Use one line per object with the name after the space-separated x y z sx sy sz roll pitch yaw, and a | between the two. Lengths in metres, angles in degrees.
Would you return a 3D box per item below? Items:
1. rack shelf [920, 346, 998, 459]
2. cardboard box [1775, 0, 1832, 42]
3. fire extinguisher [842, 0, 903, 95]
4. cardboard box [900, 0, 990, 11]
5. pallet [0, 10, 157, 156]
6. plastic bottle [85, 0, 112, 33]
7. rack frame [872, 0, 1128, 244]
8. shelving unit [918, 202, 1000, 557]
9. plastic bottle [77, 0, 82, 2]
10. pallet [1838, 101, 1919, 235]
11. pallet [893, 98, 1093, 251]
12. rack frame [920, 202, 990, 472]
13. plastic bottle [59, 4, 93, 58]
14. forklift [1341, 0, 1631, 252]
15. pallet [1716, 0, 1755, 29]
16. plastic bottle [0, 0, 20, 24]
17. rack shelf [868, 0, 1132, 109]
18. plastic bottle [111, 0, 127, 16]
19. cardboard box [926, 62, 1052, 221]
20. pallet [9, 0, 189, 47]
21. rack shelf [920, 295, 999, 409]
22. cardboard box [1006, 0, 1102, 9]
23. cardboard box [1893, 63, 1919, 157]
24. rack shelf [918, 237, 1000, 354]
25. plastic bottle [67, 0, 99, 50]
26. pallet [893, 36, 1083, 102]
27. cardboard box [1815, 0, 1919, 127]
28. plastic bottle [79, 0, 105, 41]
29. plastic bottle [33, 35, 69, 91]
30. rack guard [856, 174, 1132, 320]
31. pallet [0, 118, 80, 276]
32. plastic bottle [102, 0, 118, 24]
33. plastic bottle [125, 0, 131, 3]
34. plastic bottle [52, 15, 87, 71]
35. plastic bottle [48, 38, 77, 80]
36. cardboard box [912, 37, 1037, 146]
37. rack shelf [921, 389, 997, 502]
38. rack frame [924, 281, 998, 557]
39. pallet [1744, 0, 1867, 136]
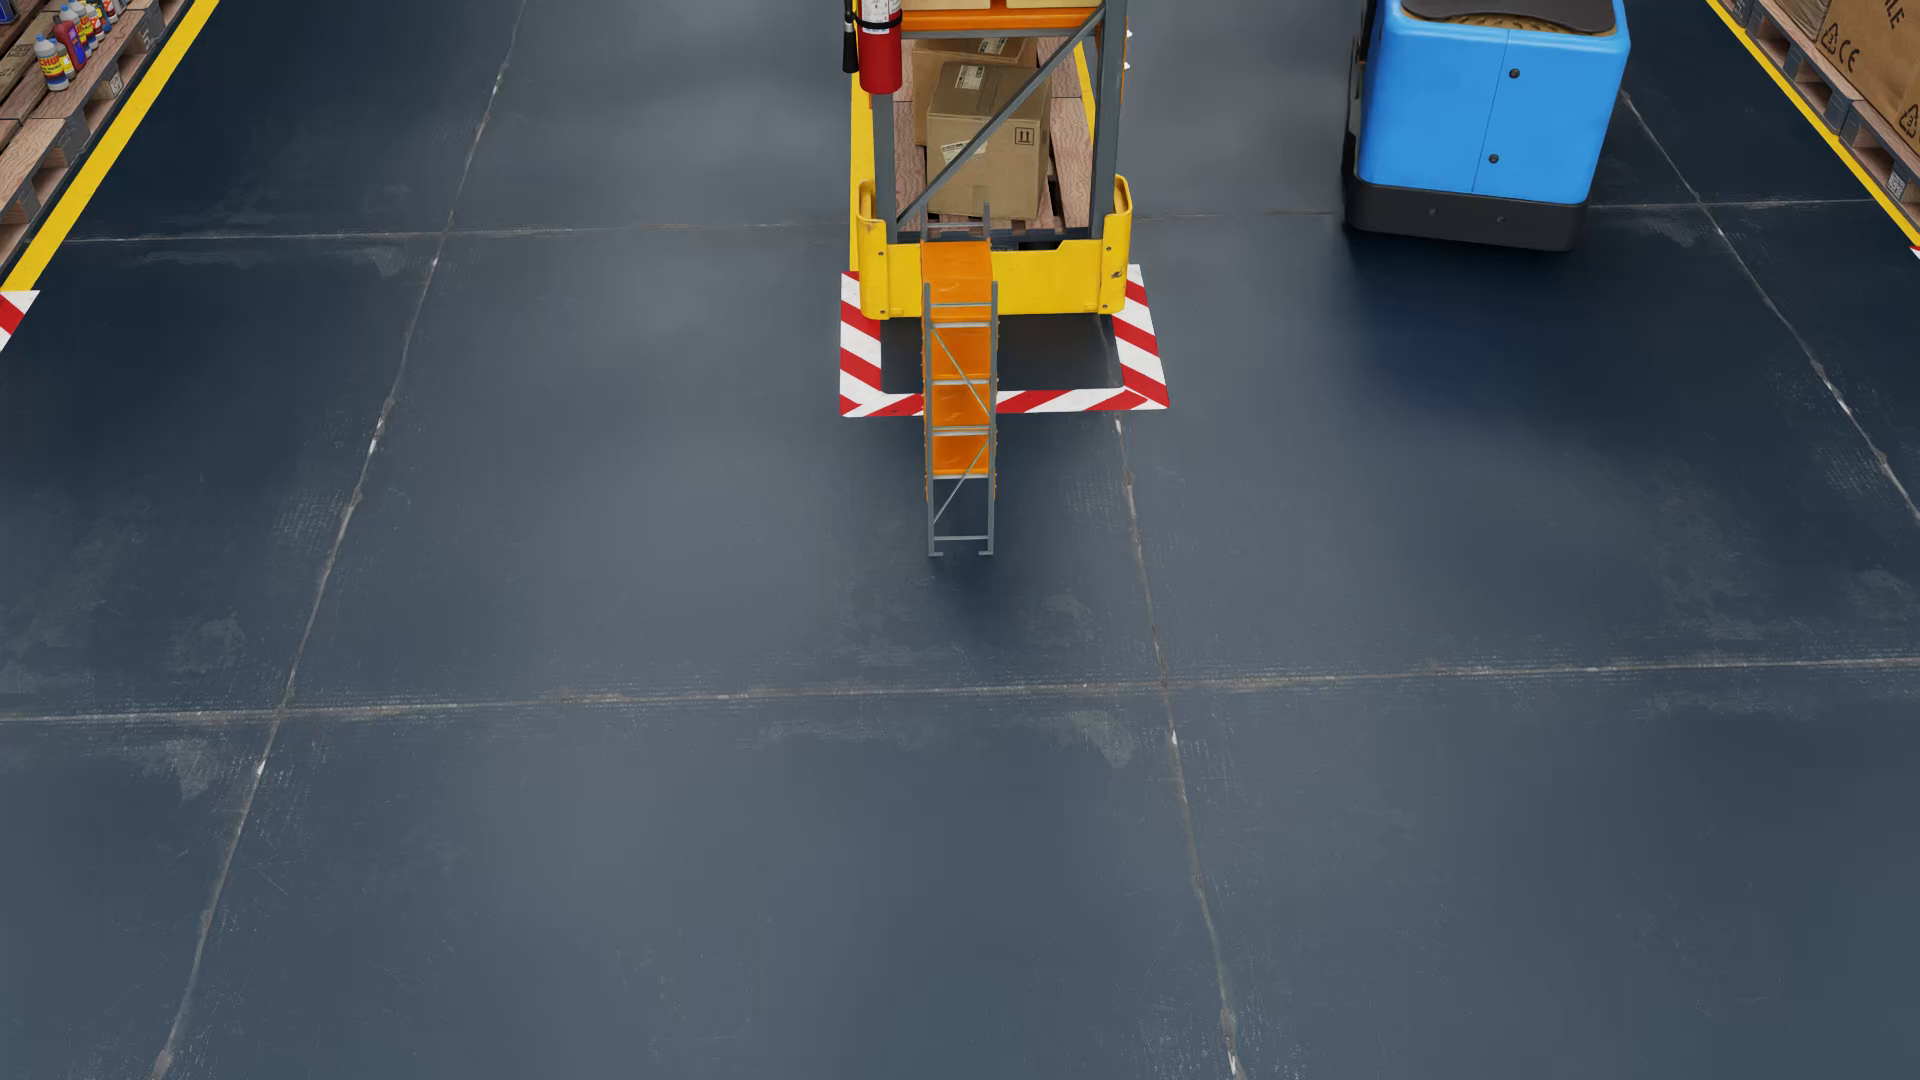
-0.007 -0.504 6.012 0.258 0.148 0.480 -2 43 -2 | rack shelf
4.934 -3.266 8.854 0.875 0.875 0.875 -1 43 -1 | cardboard box
-0.311 -2.035 6.308 0.296 0.674 0.183 -2 43 -2 | fire extinguisher
-0.074 -2.248 6.669 0.380 0.149 0.250 -2 43 -2 | cardboard box
-4.932 -2.405 8.717 1.003 0.211 1.213 -2 43 -2 | pallet
-4.597 -2.837 8.819 0.097 0.271 0.097 0 43 0 | plastic bottle
0.145 -2.154 6.381 1.000 3.000 0.127 -2 43 -2 | rack frame
-0.007 -0.554 5.966 0.258 1.200 0.503 -2 43 -2 | shelving unit
-4.740 -2.986 8.973 0.061 0.283 0.133 -2 43 -2 | plastic bottle
4.992 -1.738 7.990 1.003 0.211 1.213 -2 43 -2 | pallet
0.142 -1.727 7.978 1.003 0.211 1.213 -2 43 -2 | pallet
-0.017 -0.719 6.146 0.240 1.200 0.015 -2 43 -2 | rack frame
-4.584 -2.633 8.596 0.097 0.271 0.097 0 43 0 | plastic bottle
2.612 -3.401 7.791 1.130 2.935 3.031 8 43 9 | forklift
4.889 -3.385 9.787 1.003 0.211 1.213 -2 43 -2 | pallet
-5.181 -2.921 8.907 0.152 0.276 0.135 -2 43 -2 | plastic bottle
0.060 -3.239 8.097 1.077 0.370 4.000 -2 43 -2 | rack shelf
-4.633 -2.987 8.979 0.152 0.276 0.135 -1 43 -1 | plastic bottle
0.135 -1.810 7.544 0.500 0.500 0.500 6 43 6 | cardboard box
-4.987 -3.230 9.618 1.003 0.211 1.213 -2 43 -2 | pallet
-0.007 -0.669 5.861 0.258 0.148 0.480 -2 43 -2 | rack shelf
0.371 -2.261 6.683 0.380 0.149 0.250 -2 43 -2 | cardboard box
5.010 -2.056 7.535 0.875 0.875 0.875 -1 43 -2 | cardboard box
-0.007 -0.844 5.701 0.258 0.148 0.480 -2 43 -2 | rack shelf
-4.588 -2.701 8.670 0.097 0.271 0.097 0 43 0 | plastic bottle
0.094 -2.549 8.875 1.003 0.211 1.213 -2 43 -2 | pallet
4.970 -2.650 8.183 0.875 0.875 0.875 -2 43 -2 | cardboard box
-4.592 -2.742 8.767 0.097 0.201 0.097 0 43 0 | plastic bottle
-4.569 -2.402 8.344 0.097 0.271 0.097 0 43 0 | plastic bottle
0.142 -1.284 7.281 1.175 0.500 0.348 -2 43 -2 | rack guard
-4.883 -1.583 7.821 1.003 0.211 1.213 -2 43 -2 | pallet
-4.601 -2.880 8.918 0.097 0.201 0.097 0 43 0 | plastic bottle
-4.636 -3.124 9.073 0.144 0.351 0.185 -2 43 -2 | plastic bottle
-4.561 -2.559 8.507 0.061 0.283 0.133 -1 43 -1 | plastic bottle
-4.574 -2.446 8.444 0.097 0.201 0.097 0 43 0 | plastic bottle
0.075 -2.212 7.983 0.500 0.500 0.500 9 43 9 | cardboard box
-0.007 -0.358 6.146 0.258 0.148 0.480 -2 43 -2 | rack shelf
0.003 -0.389 5.787 0.240 1.200 0.015 -2 43 -2 | rack frame
4.944 -2.560 8.886 1.003 0.211 1.213 -2 43 -2 | pallet
